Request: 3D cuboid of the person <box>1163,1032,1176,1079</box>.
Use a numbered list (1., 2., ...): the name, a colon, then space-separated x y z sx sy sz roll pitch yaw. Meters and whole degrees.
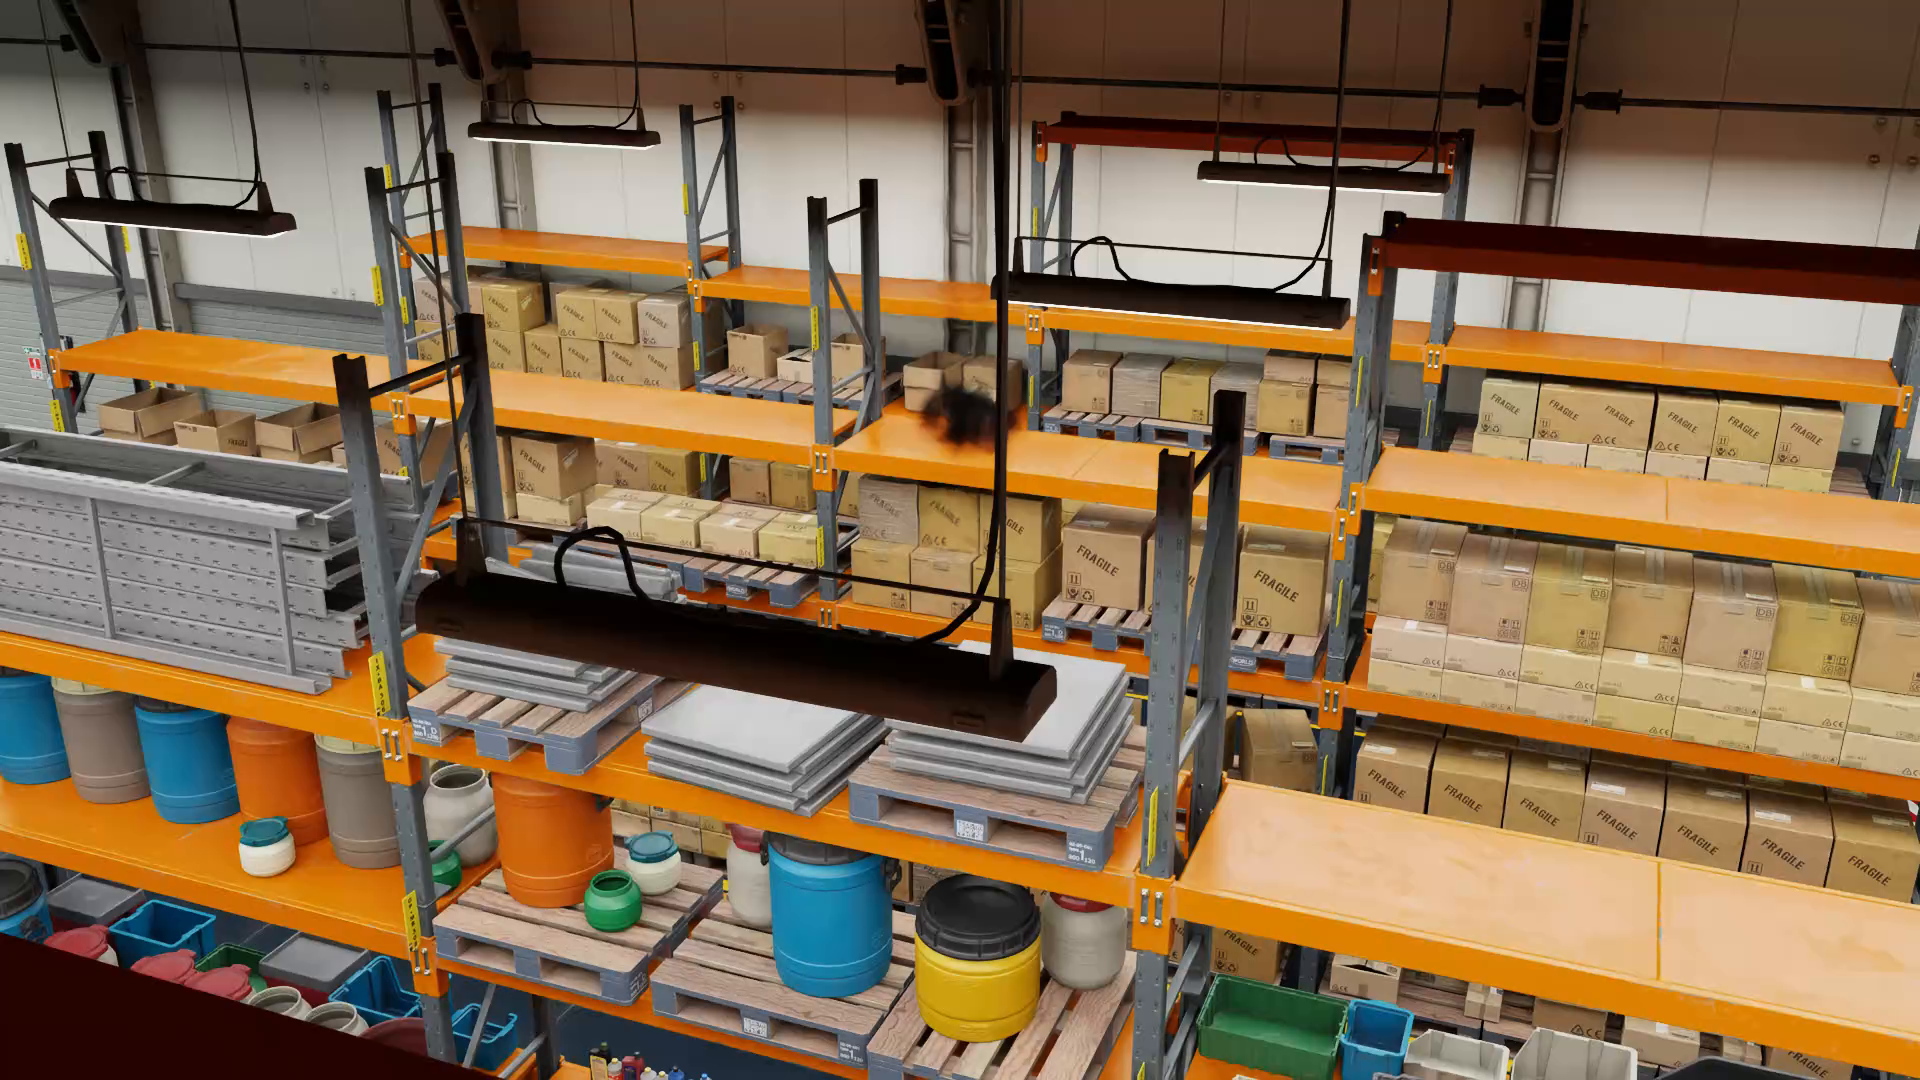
1. person: 1.149 3.493 10.168 0.877 1.726 0.610 8 22 21
